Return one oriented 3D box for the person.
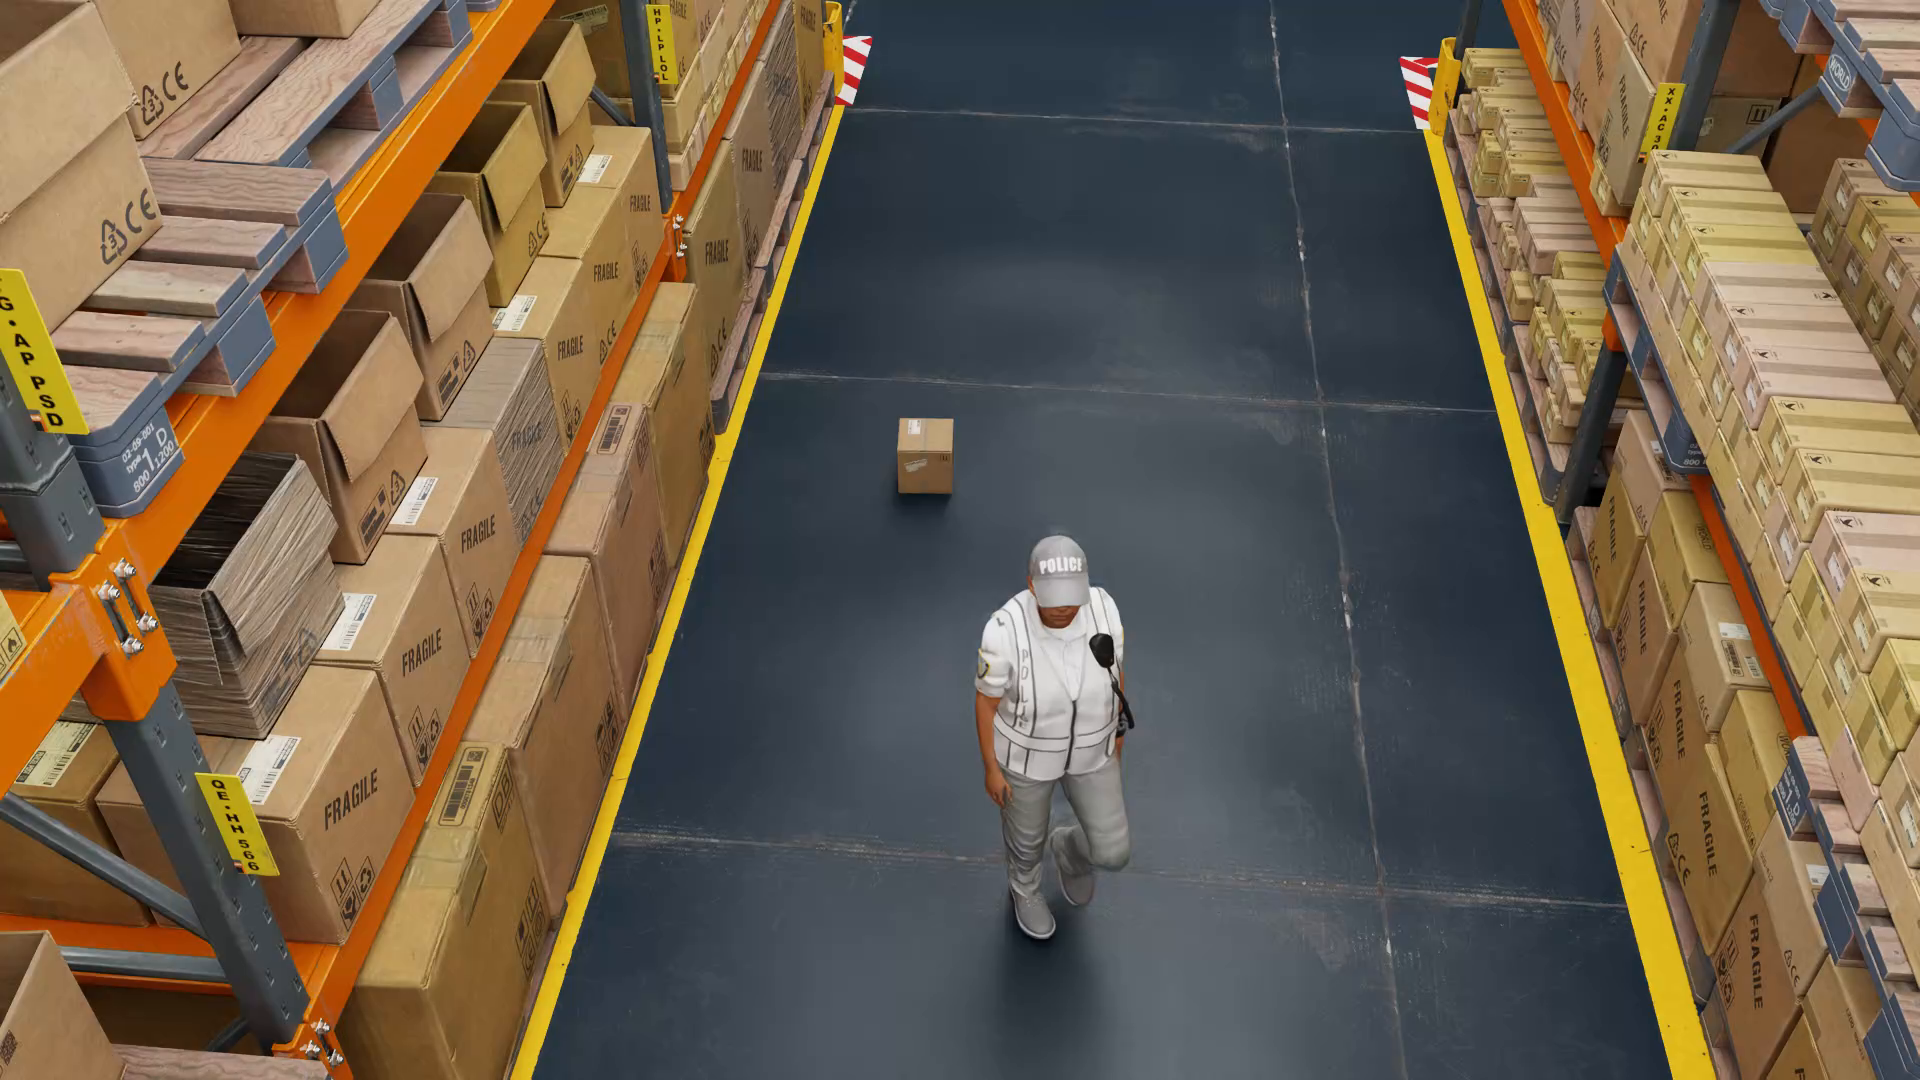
[{"bbox_3d":[0.309,0.692,5.308,0.512,1.676,0.465,-9,41,-11],"label":"person"}]
